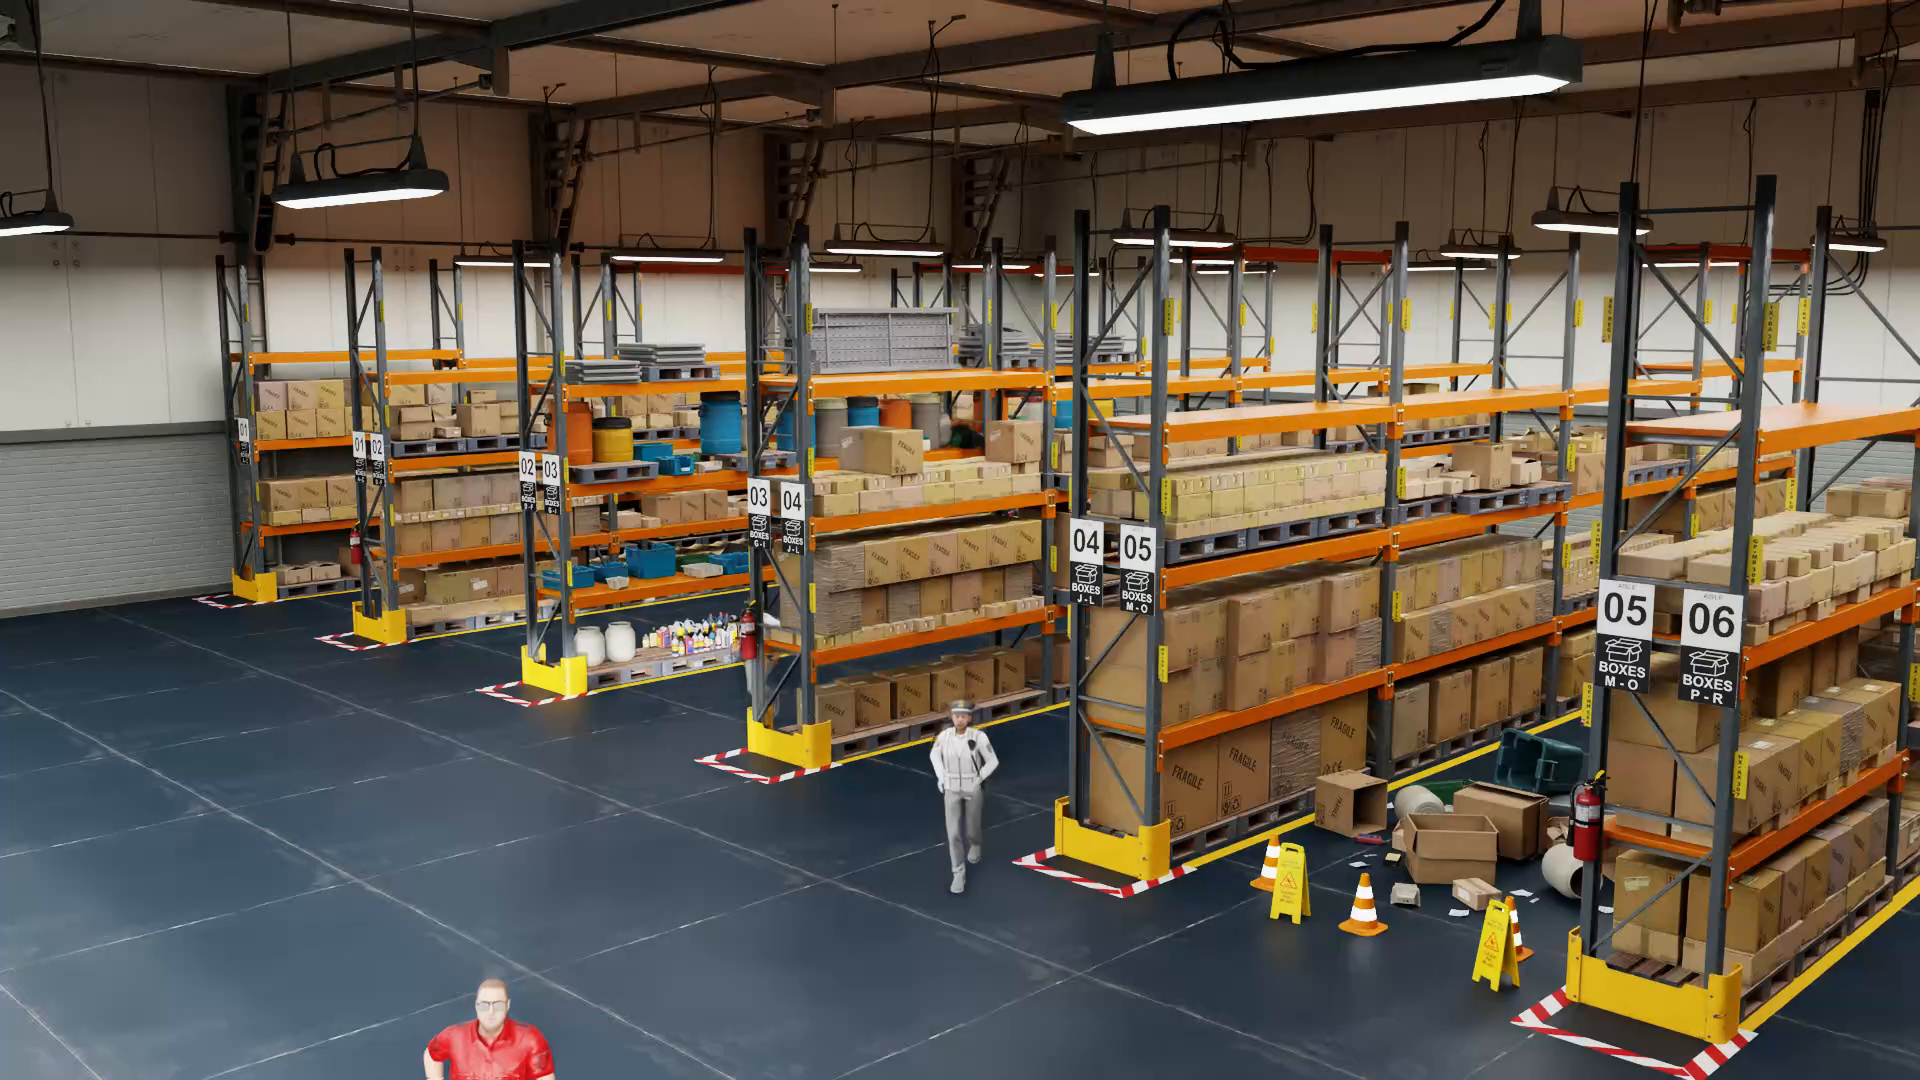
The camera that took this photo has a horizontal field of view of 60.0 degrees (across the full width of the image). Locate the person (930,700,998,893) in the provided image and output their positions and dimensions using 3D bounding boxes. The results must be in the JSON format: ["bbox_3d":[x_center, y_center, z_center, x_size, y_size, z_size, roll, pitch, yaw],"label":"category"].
[{"bbox_3d":[0.029,2.233,14.900,0.635,1.674,0.799,1,8,10],"label":"person"}]

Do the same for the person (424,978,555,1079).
[{"bbox_3d":[-2.410,3.126,8.585,0.646,1.753,0.694,-3,8,-18],"label":"person"}]

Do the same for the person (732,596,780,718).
[{"bbox_3d":[-2.508,1.463,20.512,0.634,1.606,0.576,6,10,37],"label":"person"}]
